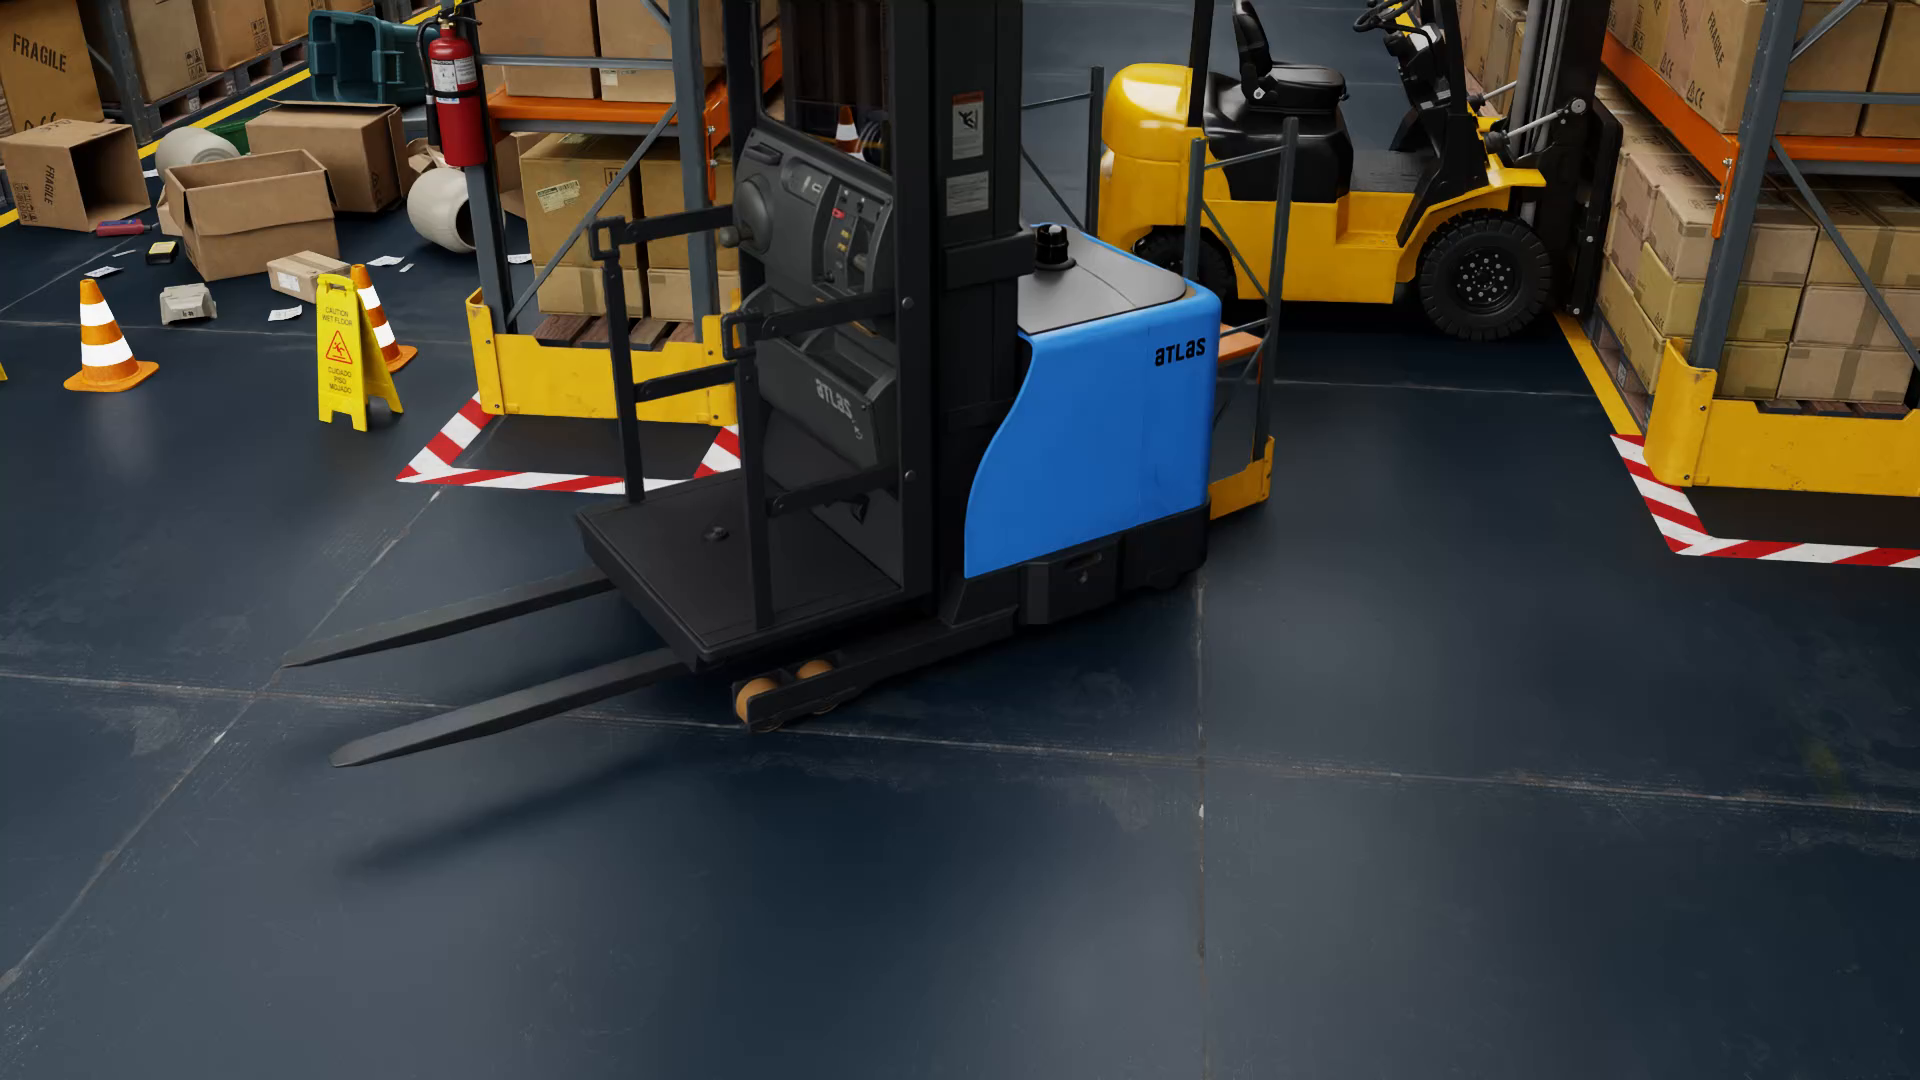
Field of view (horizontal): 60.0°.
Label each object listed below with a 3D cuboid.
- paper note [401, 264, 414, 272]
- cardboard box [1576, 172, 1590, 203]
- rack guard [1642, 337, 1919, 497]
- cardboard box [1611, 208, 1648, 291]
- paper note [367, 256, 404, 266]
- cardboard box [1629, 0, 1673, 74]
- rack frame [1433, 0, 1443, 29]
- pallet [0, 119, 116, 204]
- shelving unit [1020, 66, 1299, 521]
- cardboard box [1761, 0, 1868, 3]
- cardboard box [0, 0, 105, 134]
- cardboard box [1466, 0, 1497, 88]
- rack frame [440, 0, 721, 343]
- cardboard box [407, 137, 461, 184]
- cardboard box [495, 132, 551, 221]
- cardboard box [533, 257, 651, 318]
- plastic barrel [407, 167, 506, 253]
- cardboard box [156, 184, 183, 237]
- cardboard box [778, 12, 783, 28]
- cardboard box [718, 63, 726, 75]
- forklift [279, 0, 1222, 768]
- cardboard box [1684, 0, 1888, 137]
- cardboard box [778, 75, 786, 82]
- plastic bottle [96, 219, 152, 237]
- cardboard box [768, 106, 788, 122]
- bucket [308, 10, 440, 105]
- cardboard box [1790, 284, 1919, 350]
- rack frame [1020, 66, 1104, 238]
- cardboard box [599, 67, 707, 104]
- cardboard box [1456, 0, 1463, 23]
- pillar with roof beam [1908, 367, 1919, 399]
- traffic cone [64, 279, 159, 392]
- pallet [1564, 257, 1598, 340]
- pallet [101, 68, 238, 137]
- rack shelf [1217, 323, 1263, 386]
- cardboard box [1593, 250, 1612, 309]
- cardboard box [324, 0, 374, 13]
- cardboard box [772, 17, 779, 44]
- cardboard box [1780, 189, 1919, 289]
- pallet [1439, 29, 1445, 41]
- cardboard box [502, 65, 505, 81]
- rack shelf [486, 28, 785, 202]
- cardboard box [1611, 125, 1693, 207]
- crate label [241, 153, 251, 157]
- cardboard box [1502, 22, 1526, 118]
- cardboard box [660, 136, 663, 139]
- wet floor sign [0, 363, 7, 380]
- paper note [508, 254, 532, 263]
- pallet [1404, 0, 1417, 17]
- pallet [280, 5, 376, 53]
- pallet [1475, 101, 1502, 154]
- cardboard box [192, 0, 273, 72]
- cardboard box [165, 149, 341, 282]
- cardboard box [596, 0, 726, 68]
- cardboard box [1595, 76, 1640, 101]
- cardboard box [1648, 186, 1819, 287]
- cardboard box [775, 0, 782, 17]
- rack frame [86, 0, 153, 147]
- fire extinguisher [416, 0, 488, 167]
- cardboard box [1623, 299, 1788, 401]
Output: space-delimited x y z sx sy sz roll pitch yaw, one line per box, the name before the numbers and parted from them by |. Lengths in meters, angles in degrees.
paper note | -2.981 -1.468 8.964 0.032 0.001 0.123 3 28 6
cardboard box | 3.333 -1.756 8.277 0.500 0.250 0.500 3 28 6
rack guard | 3.402 -0.488 6.628 1.175 0.500 0.348 3 28 6
cardboard box | 3.226 -1.277 7.387 0.500 0.250 0.500 3 28 6
paper note | -3.129 -1.526 9.062 0.148 0.019 0.142 14 31 24
cardboard box | 3.340 -2.375 7.391 0.500 0.500 0.500 3 28 5
rack frame | 4.385 -5.365 13.046 1.000 3.000 0.127 3 28 6
pallet | -6.128 -2.428 10.535 1.003 0.211 1.213 3 28 6
shelving unit | 0.667 -0.948 6.428 0.587 1.500 1.083 -20 34 -33
cardboard box | 3.169 -2.109 6.212 0.380 0.149 0.250 4 29 7
cardboard box | -6.104 -2.967 10.392 0.875 0.875 0.875 4 29 7
cardboard box | 4.140 -3.587 11.807 0.875 0.625 0.625 2 28 4
rack frame | -1.522 -1.886 6.589 1.000 3.000 0.127 3 28 6
cardboard box | -3.262 -2.307 10.252 0.258 0.266 0.396 -17 33 -29
cardboard box | -2.514 -2.245 9.887 0.500 0.500 0.500 -24 36 -37
cardboard box | -1.687 -1.268 7.898 0.500 0.250 0.500 3 28 6
plastic barrel | -2.772 -1.812 9.168 0.421 0.421 0.512 -24 36 -37
cardboard box | -4.340 -1.889 9.477 0.396 0.266 0.258 8 29 15
cardboard box | -1.036 -2.654 8.279 0.380 0.149 0.250 3 28 5
cardboard box | -1.145 -2.163 7.368 0.380 0.149 0.250 2 28 5
forklift | -0.634 -0.981 4.980 3.031 2.935 1.130 -17 32 -28
cardboard box | 3.204 -1.891 6.491 0.500 0.500 0.500 3 28 5
cardboard box | -0.960 -2.300 9.022 0.500 0.500 0.500 5 29 9
plastic bottle | -4.765 -1.785 9.500 0.283 0.061 0.133 -6 29 -11
cardboard box | -1.087 -1.812 8.117 0.500 0.500 0.500 2 28 4
bucket | -3.686 -3.039 10.578 0.726 0.611 0.620 14 21 24
cardboard box | 3.668 -1.003 6.879 0.500 0.250 0.500 4 29 7
rack frame | 0.361 -1.135 6.776 0.500 1.500 0.032 -20 34 -33
cardboard box | -1.275 -1.924 6.923 0.380 0.149 0.250 3 29 6
cardboard box | 4.295 -4.212 12.967 0.875 0.625 0.625 4 29 8
pillar with roof beam | 0.112 -4.766 5.609 9.100 9.000 0.400 3 28 6
traffic cone | -3.893 -0.951 7.528 0.336 0.463 0.334 3 28 6
pallet | 3.609 -1.307 8.454 1.003 0.211 1.213 3 28 6
pallet | -5.937 -3.149 11.873 1.003 0.211 1.213 3 28 6
rack shelf | 0.672 -0.786 6.507 0.538 0.185 1.000 -20 34 -33
cardboard box | 3.289 -1.282 7.923 0.500 0.250 0.500 4 29 7
cardboard box | -5.631 -4.805 13.936 1.050 0.750 0.750 3 28 6
cardboard box | -1.070 -2.404 7.814 0.380 0.149 0.250 4 29 8
cardboard box | 3.651 -1.229 6.771 0.500 0.250 0.500 3 28 5
pallet | 4.245 -3.752 12.993 1.003 0.211 1.213 3 28 6
cardboard box | -1.768 -2.090 7.231 0.380 0.149 0.250 3 28 6
rack shelf | -1.277 -2.511 8.507 1.077 0.370 4.000 3 28 6
cardboard box | 3.260 -1.728 7.697 0.500 0.250 0.500 4 29 7
crate label | -4.449 -2.341 10.451 0.298 0.136 0.250 -17 33 -29
cardboard box | 3.948 -2.868 10.472 0.875 0.625 0.625 5 29 8
cardboard box | -1.622 -1.829 8.148 0.500 0.500 0.500 4 29 8
wet floor sign | -4.486 -0.961 7.354 0.267 0.644 0.232 -1 28 -3
paper note | -2.414 -1.545 9.085 0.142 0.019 0.148 -6 29 -11
pallet | 4.666 -5.060 15.419 1.003 0.211 1.213 3 28 6
pallet | -5.638 -4.298 14.005 1.003 0.211 1.213 3 28 6
pallet | 3.946 -2.604 10.861 1.003 0.211 1.213 3 28 6
cardboard box | -5.848 -3.955 12.358 1.050 0.750 0.750 3 28 6
cardboard box | -3.820 -1.761 8.989 0.797 0.503 0.637 -17 33 -29
cardboard box | -1.189 -2.268 6.878 0.500 0.500 0.500 3 28 5
cardboard box | 3.402 -2.213 8.596 0.500 0.250 0.500 4 29 8
cardboard box | 3.152 -1.249 6.808 0.500 0.250 0.500 4 29 8
cardboard box | -1.067 -2.752 7.777 0.500 0.500 0.500 3 28 5
rack frame | -5.957 -4.009 10.529 1.000 3.000 0.127 3 28 6
fire extinguisher | -1.994 -1.825 6.557 0.296 0.674 0.183 3 28 6
cardboard box | 3.149 -0.814 7.054 0.500 0.250 0.500 4 29 7
